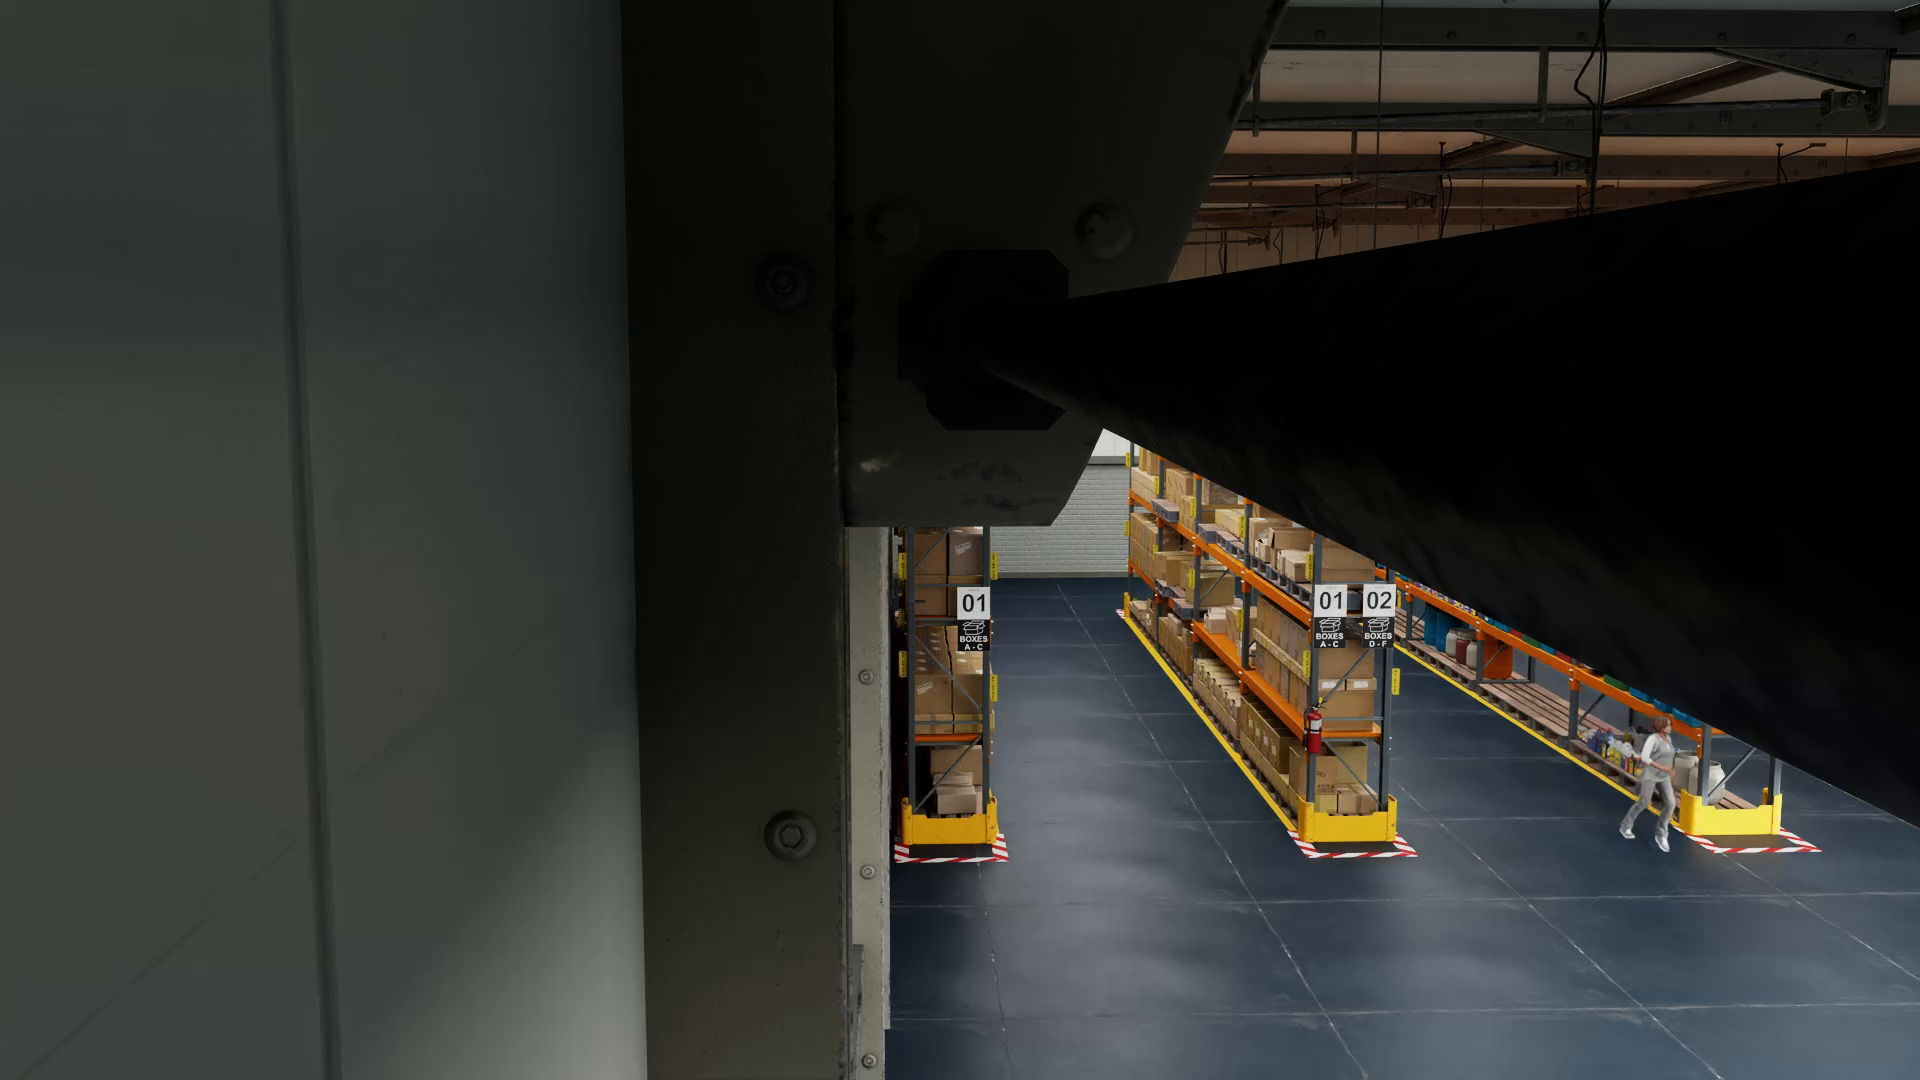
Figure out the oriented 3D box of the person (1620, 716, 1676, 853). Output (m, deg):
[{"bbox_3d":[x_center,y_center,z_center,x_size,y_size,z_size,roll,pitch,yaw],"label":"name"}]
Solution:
[{"bbox_3d":[8.532,2.940,20.358,0.603,1.609,0.667,-4,8,-26],"label":"person"}]
